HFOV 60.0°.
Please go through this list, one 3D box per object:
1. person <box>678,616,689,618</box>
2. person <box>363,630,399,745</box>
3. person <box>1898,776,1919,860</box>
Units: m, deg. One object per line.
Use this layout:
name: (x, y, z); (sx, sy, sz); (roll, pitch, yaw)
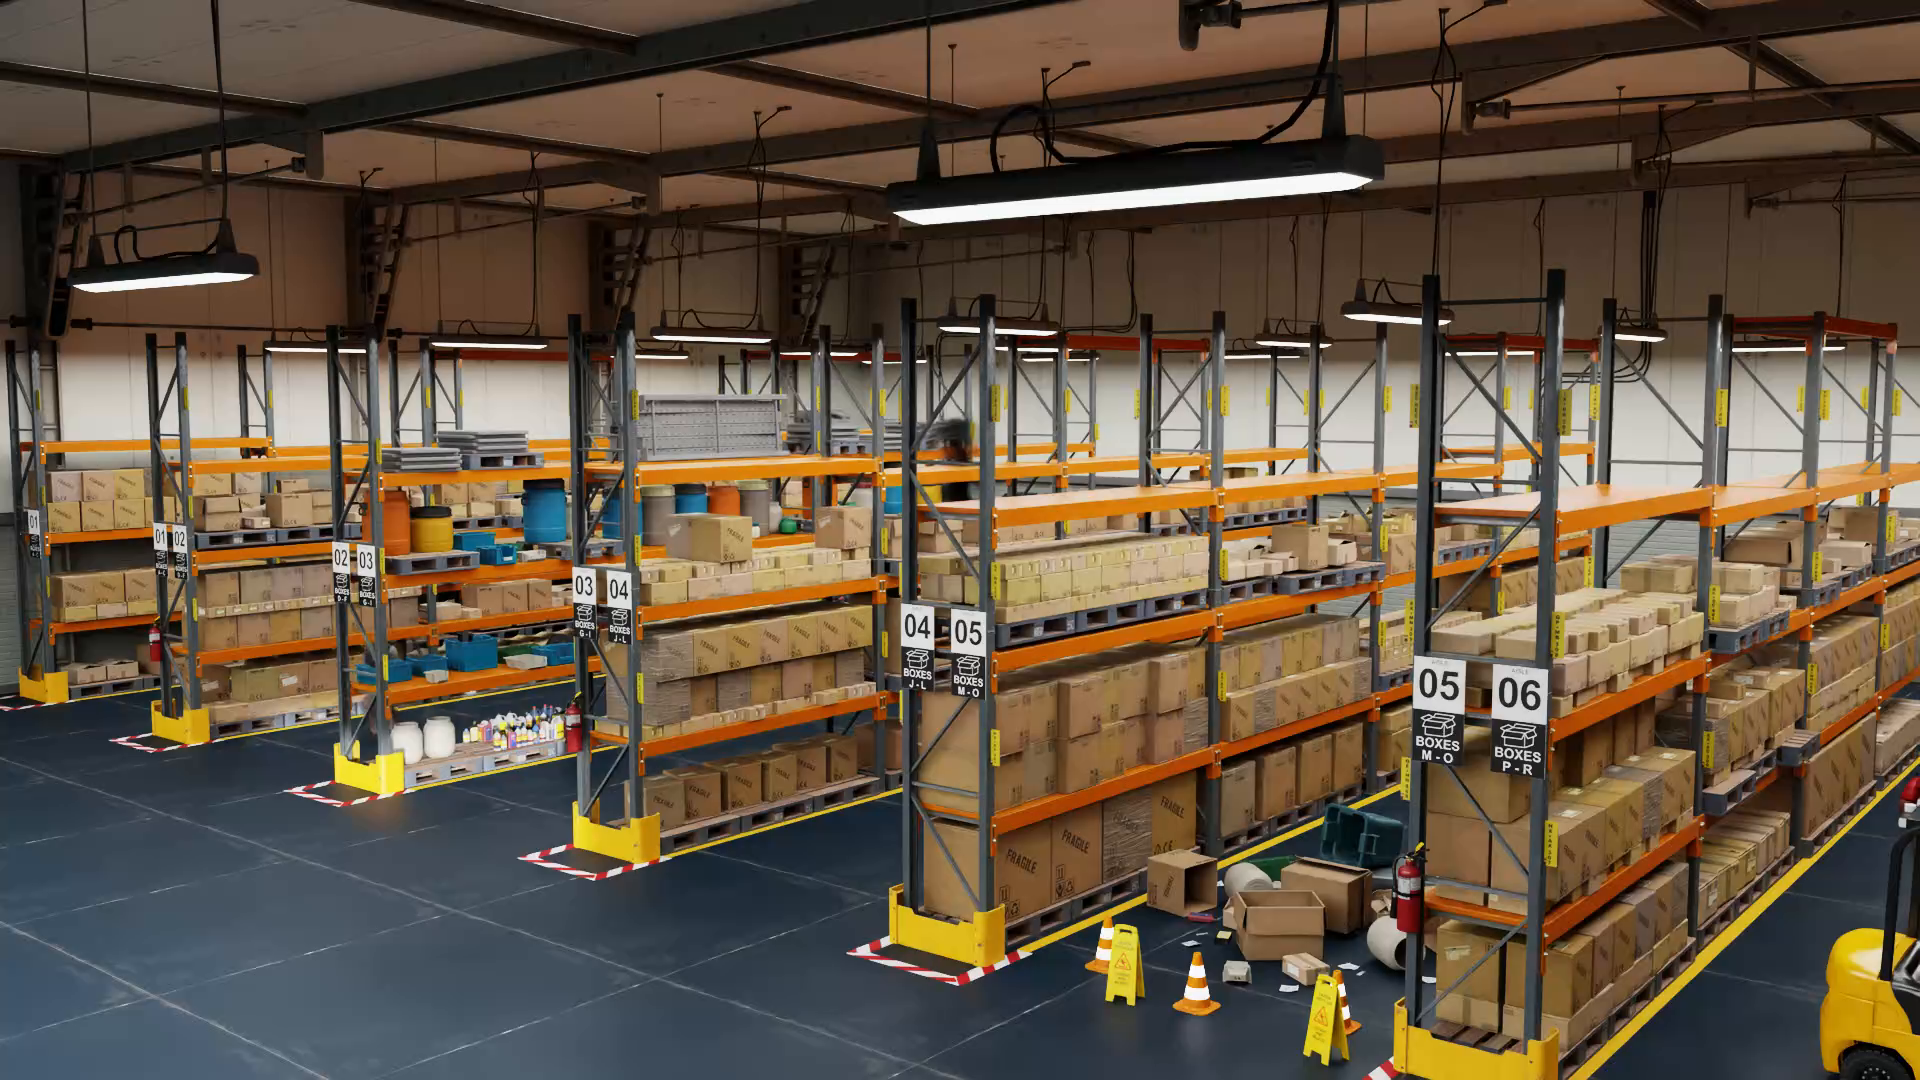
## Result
person: (-4.425, 1.832, 27.734); (0.696, 1.705, 0.909); (1, 5, 14)
person: (-8.498, 2.137, 24.397); (0.608, 1.739, 0.823); (0, 5, 1)
person: (9.453, 2.888, 16.107); (0.670, 1.680, 0.715); (3, 6, 28)
